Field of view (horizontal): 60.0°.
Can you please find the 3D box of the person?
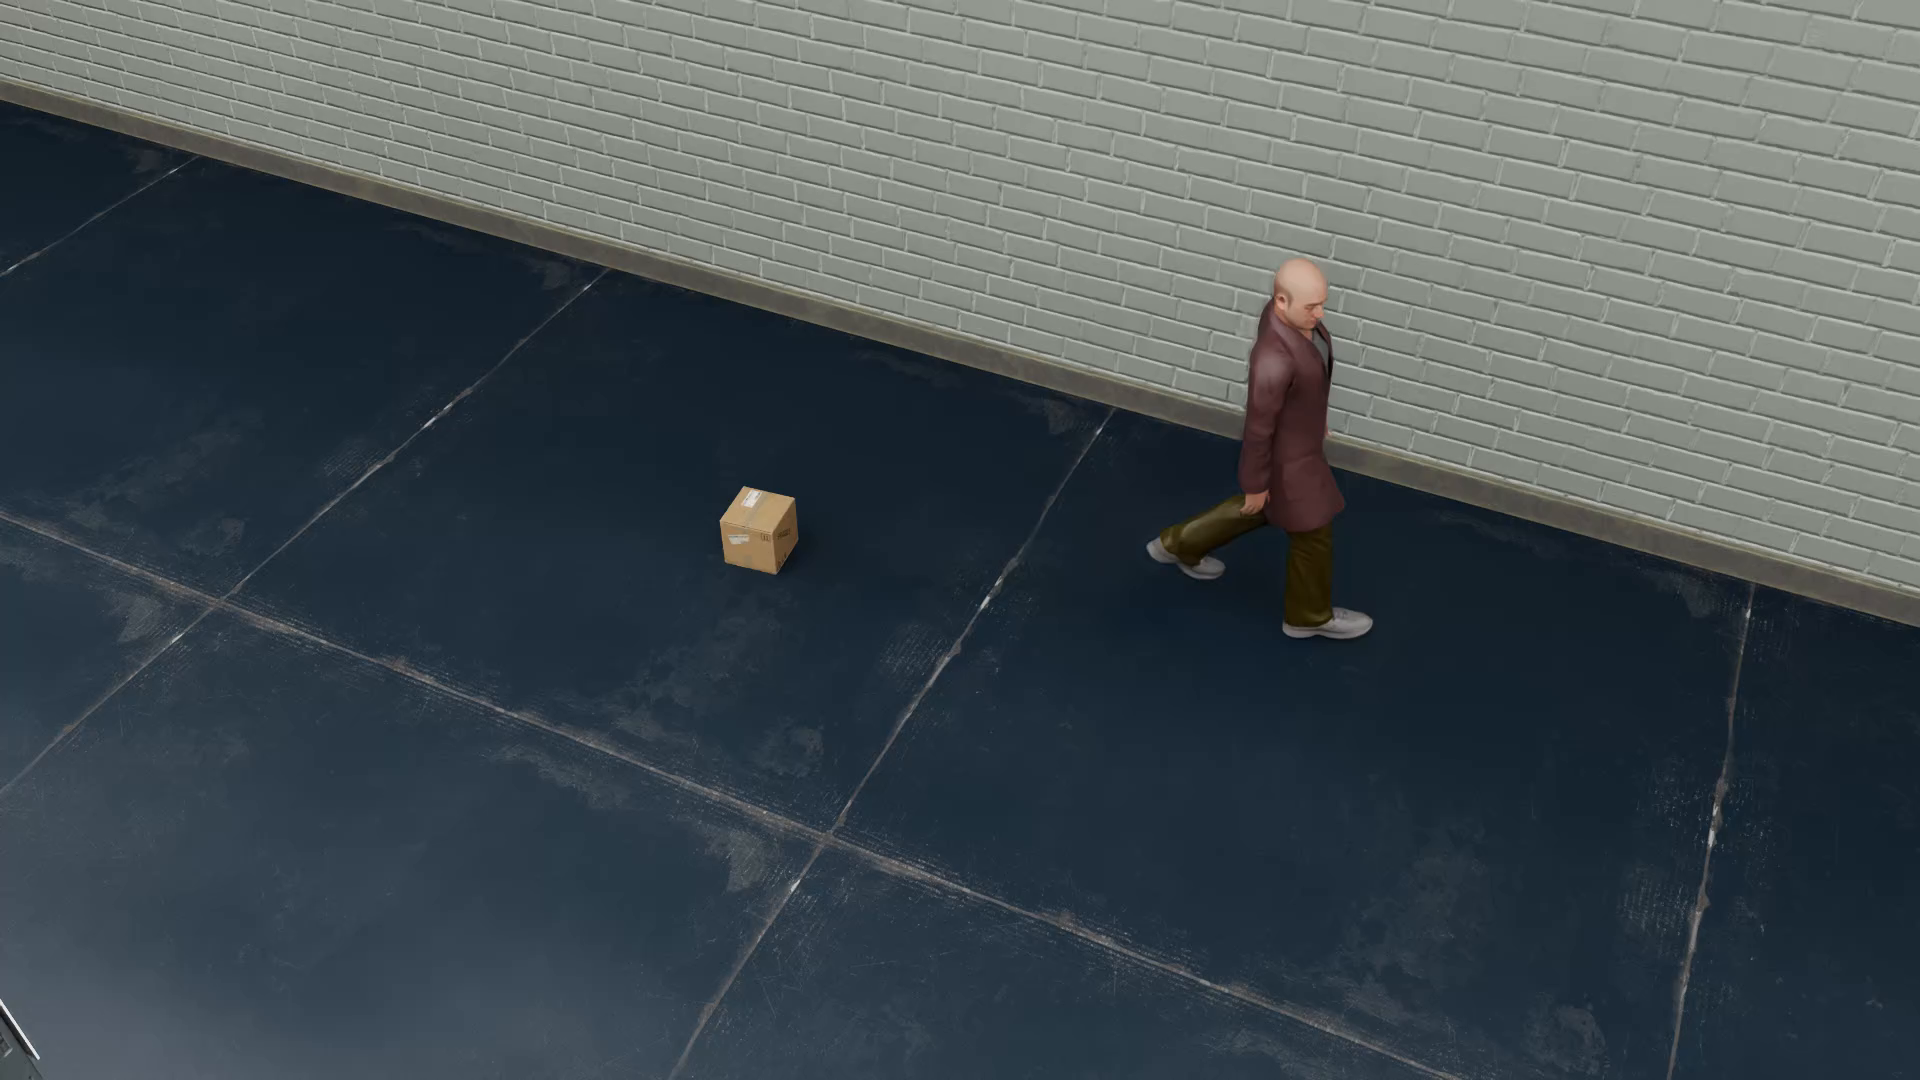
[{"bbox_3d":[1.266,-0.361,6.576,0.979,1.752,0.602,7,42,8],"label":"person"}]
